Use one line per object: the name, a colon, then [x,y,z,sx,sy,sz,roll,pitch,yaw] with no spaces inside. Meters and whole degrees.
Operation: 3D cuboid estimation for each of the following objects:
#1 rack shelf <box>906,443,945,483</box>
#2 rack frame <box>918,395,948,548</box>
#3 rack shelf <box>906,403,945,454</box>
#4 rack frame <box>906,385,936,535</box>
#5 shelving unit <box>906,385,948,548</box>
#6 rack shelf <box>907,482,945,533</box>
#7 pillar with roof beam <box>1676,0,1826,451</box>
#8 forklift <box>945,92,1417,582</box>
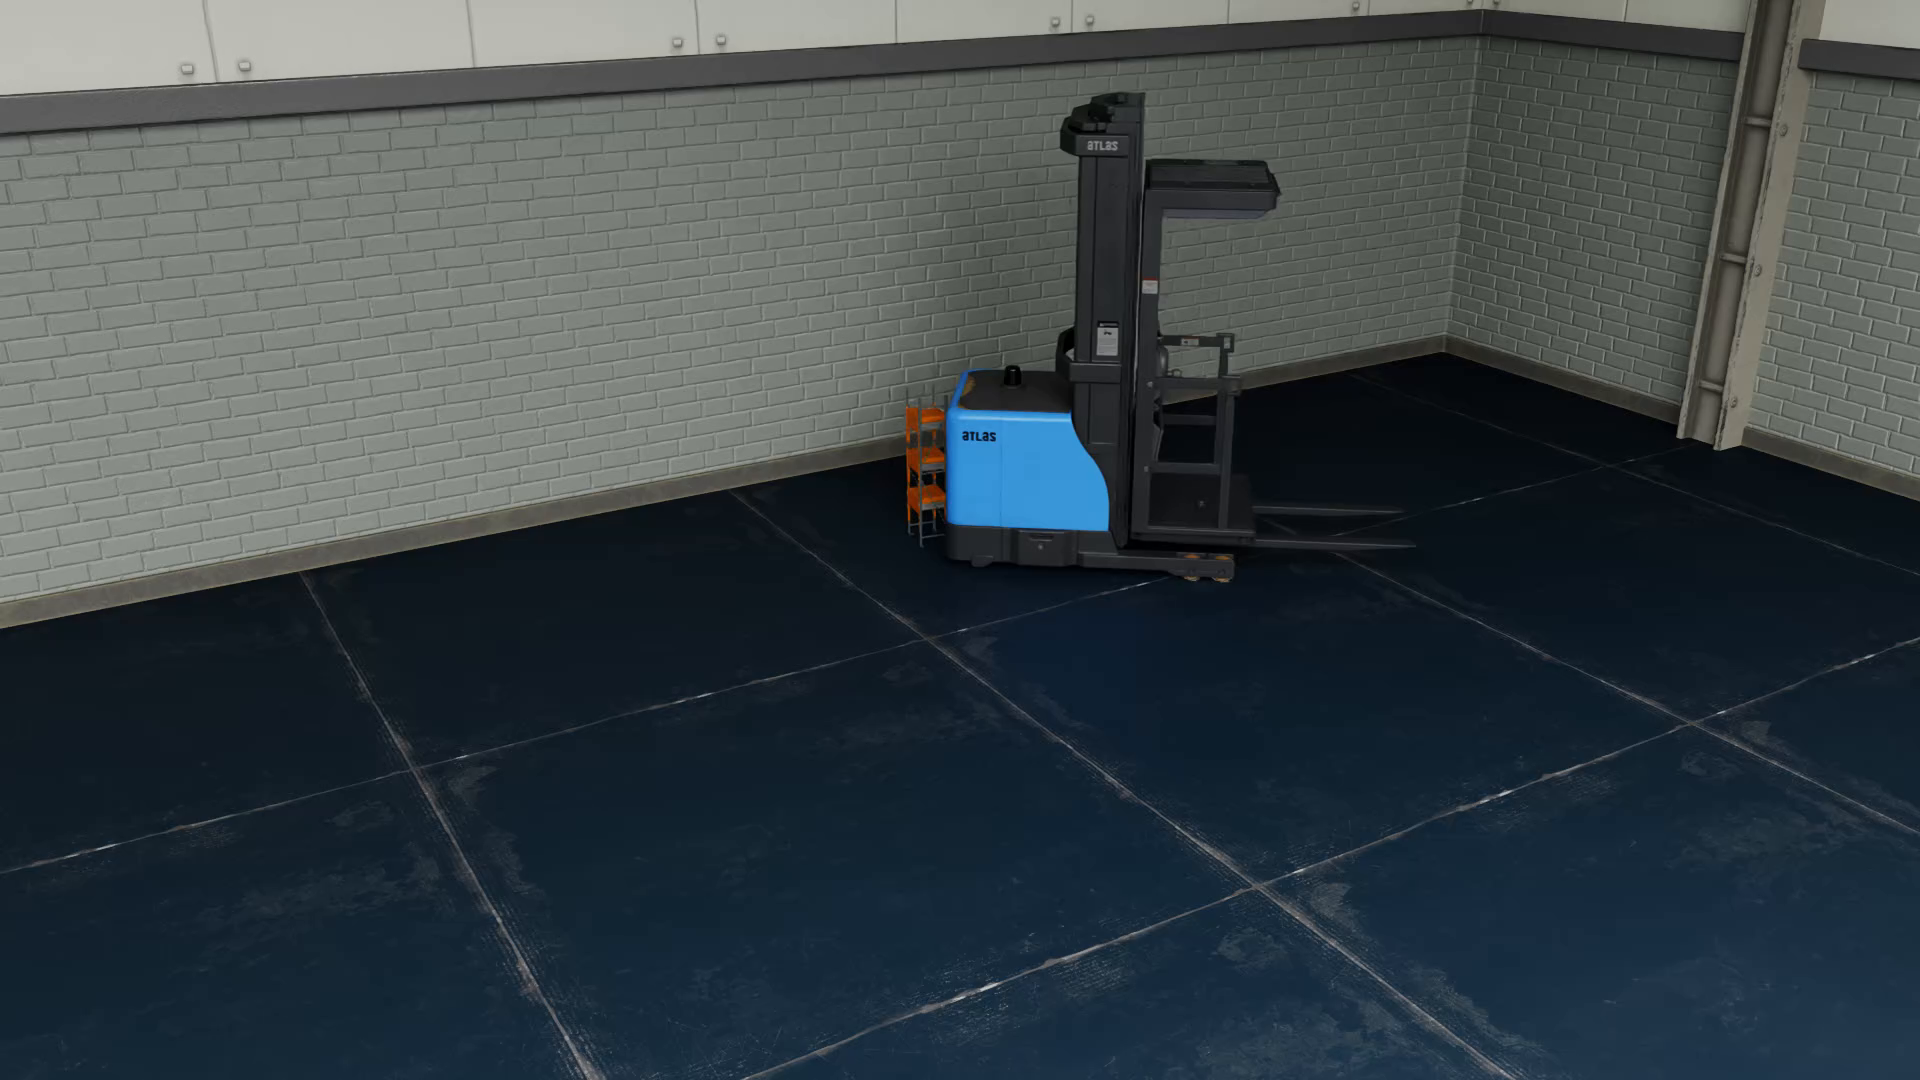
rack shelf: [-0.219,-0.480,11.127,0.215,0.259,0.240,-8,23,-19]
rack frame: [-0.176,-0.447,11.017,0.200,1.050,0.008,-8,23,-19]
rack shelf: [-0.219,-0.743,11.020,0.215,0.259,0.240,-8,23,-19]
rack frame: [-0.262,-0.533,11.229,0.200,1.050,0.008,-8,23,-19]
shelving unit: [-0.219,-0.490,11.123,0.215,1.050,0.252,-8,23,-19]
rack shelf: [-0.219,-0.223,11.231,0.215,0.259,0.240,-8,23,-19]
pillar with roof beam: [2.275,-4.134,9.531,9.100,9.000,0.400,-13,25,-28]
forklift: [1.452,-1.299,10.615,3.031,2.935,1.130,2,22,6]
